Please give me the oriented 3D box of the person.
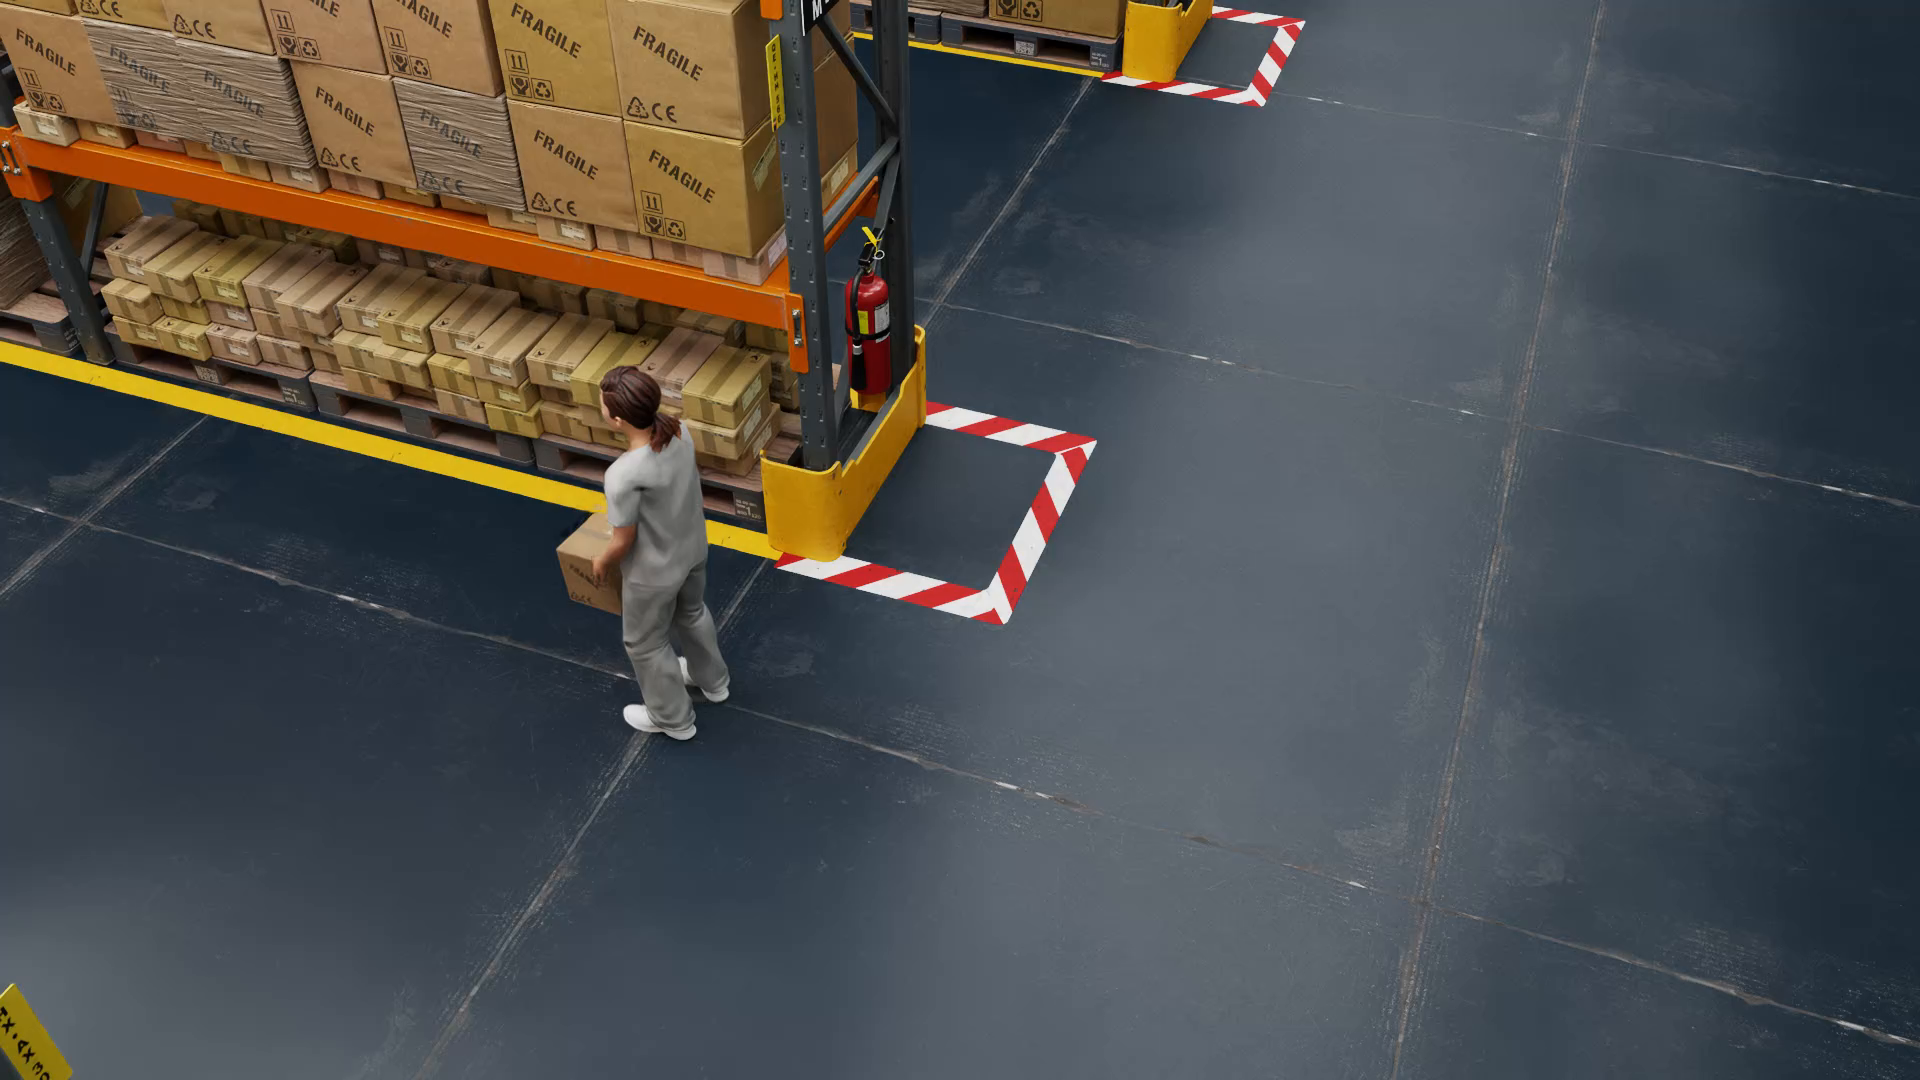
[{"bbox_3d":[-1.113,0.060,6.091,0.378,1.674,0.467,19,45,20],"label":"person"}]
